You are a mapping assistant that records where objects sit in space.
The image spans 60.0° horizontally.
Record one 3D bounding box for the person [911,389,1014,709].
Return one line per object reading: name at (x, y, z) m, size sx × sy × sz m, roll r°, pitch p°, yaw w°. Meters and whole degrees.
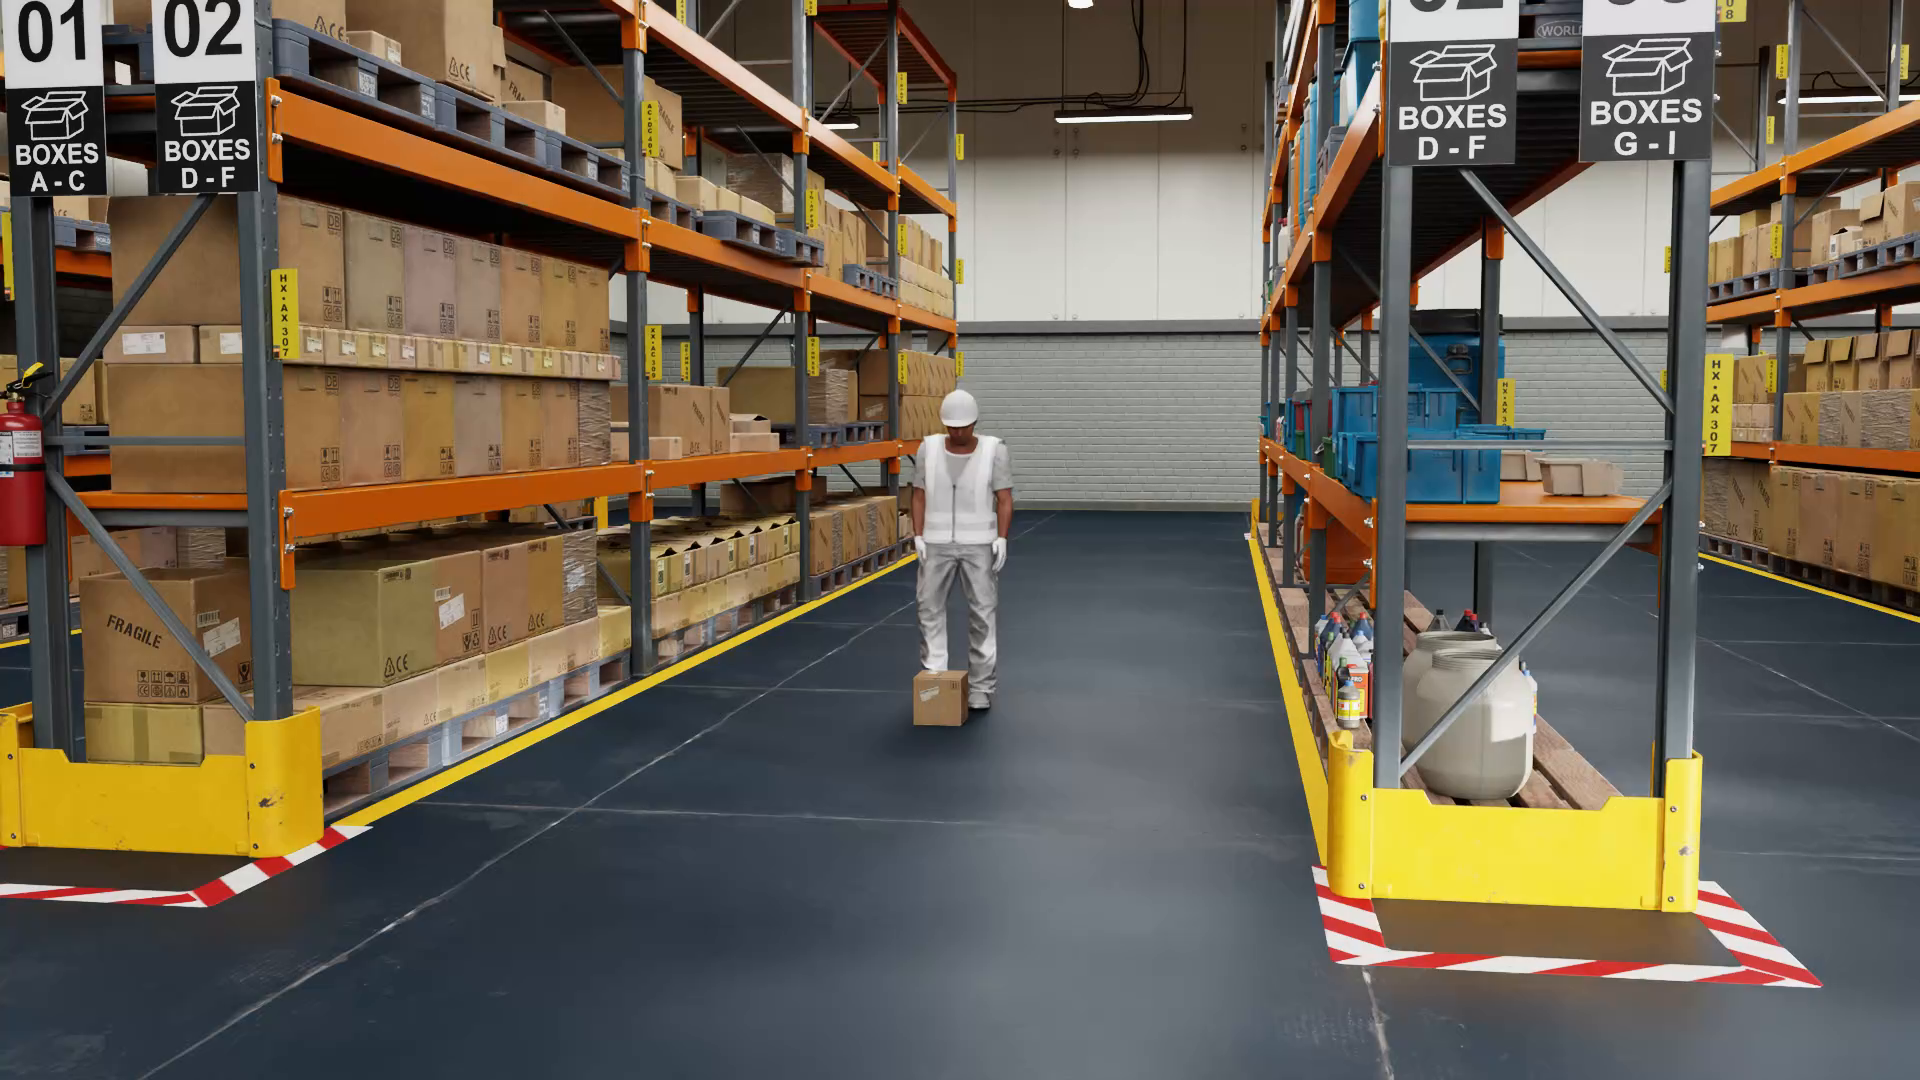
person at (0.010, 0.050, 9.103) m, size 0.569 × 1.741 × 0.442 m, roll 1°, pitch 4°, yaw 10°
